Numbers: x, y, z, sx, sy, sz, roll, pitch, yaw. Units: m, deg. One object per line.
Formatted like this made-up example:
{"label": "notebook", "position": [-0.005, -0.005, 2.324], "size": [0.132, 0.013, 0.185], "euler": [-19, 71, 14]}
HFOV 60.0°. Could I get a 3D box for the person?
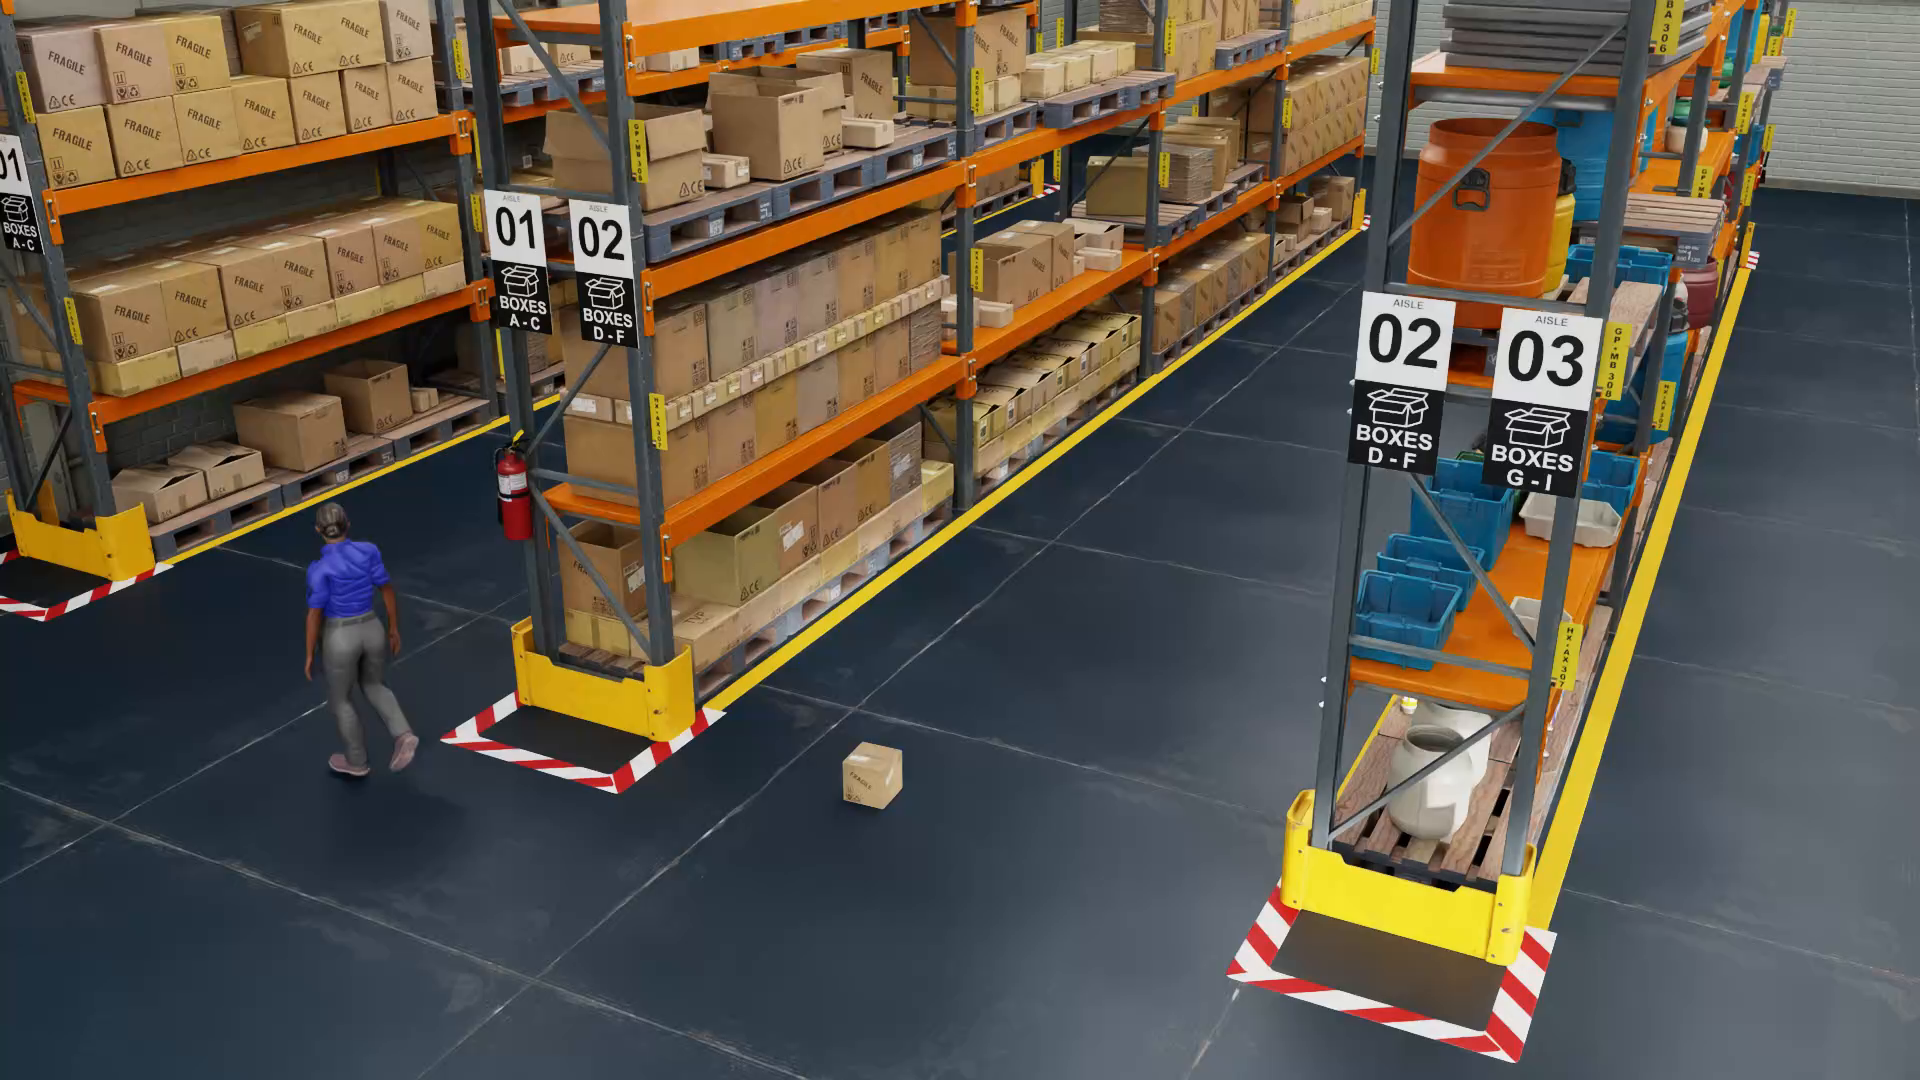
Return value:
{"label": "person", "position": [-3.367, 0.582, 9.309], "size": [0.590, 1.633, 0.531], "euler": [17, 28, 35]}
